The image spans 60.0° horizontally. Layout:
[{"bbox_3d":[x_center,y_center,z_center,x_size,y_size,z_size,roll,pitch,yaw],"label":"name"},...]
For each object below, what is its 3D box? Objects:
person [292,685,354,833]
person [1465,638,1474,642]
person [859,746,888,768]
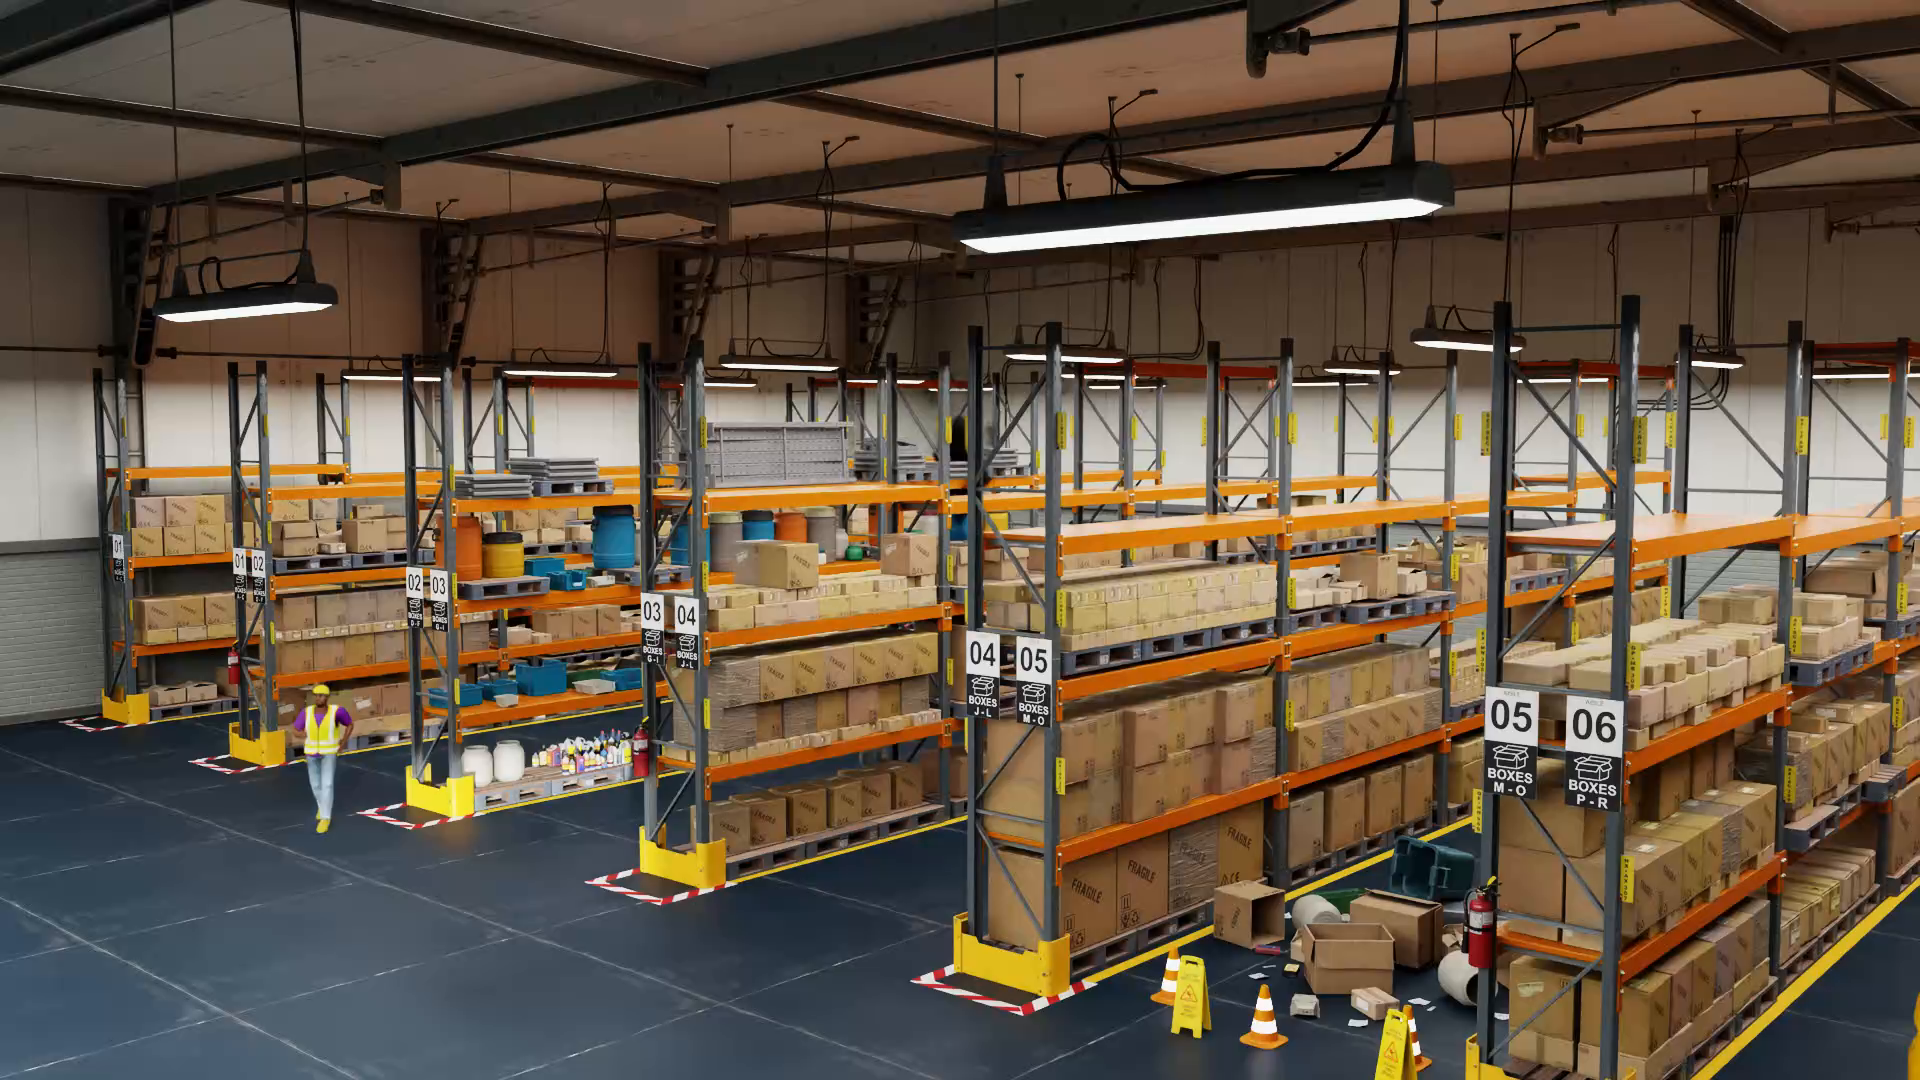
[{"bbox_3d":[-8.076,2.719,20.980,0.701,1.792,0.858,0,4,-3],"label":"person"},{"bbox_3d":[8.082,2.390,26.539,0.578,1.664,0.665,3,5,34],"label":"person"},{"bbox_3d":[-1.176,2.676,23.113,0.548,1.568,0.805,3,5,39],"label":"person"}]
